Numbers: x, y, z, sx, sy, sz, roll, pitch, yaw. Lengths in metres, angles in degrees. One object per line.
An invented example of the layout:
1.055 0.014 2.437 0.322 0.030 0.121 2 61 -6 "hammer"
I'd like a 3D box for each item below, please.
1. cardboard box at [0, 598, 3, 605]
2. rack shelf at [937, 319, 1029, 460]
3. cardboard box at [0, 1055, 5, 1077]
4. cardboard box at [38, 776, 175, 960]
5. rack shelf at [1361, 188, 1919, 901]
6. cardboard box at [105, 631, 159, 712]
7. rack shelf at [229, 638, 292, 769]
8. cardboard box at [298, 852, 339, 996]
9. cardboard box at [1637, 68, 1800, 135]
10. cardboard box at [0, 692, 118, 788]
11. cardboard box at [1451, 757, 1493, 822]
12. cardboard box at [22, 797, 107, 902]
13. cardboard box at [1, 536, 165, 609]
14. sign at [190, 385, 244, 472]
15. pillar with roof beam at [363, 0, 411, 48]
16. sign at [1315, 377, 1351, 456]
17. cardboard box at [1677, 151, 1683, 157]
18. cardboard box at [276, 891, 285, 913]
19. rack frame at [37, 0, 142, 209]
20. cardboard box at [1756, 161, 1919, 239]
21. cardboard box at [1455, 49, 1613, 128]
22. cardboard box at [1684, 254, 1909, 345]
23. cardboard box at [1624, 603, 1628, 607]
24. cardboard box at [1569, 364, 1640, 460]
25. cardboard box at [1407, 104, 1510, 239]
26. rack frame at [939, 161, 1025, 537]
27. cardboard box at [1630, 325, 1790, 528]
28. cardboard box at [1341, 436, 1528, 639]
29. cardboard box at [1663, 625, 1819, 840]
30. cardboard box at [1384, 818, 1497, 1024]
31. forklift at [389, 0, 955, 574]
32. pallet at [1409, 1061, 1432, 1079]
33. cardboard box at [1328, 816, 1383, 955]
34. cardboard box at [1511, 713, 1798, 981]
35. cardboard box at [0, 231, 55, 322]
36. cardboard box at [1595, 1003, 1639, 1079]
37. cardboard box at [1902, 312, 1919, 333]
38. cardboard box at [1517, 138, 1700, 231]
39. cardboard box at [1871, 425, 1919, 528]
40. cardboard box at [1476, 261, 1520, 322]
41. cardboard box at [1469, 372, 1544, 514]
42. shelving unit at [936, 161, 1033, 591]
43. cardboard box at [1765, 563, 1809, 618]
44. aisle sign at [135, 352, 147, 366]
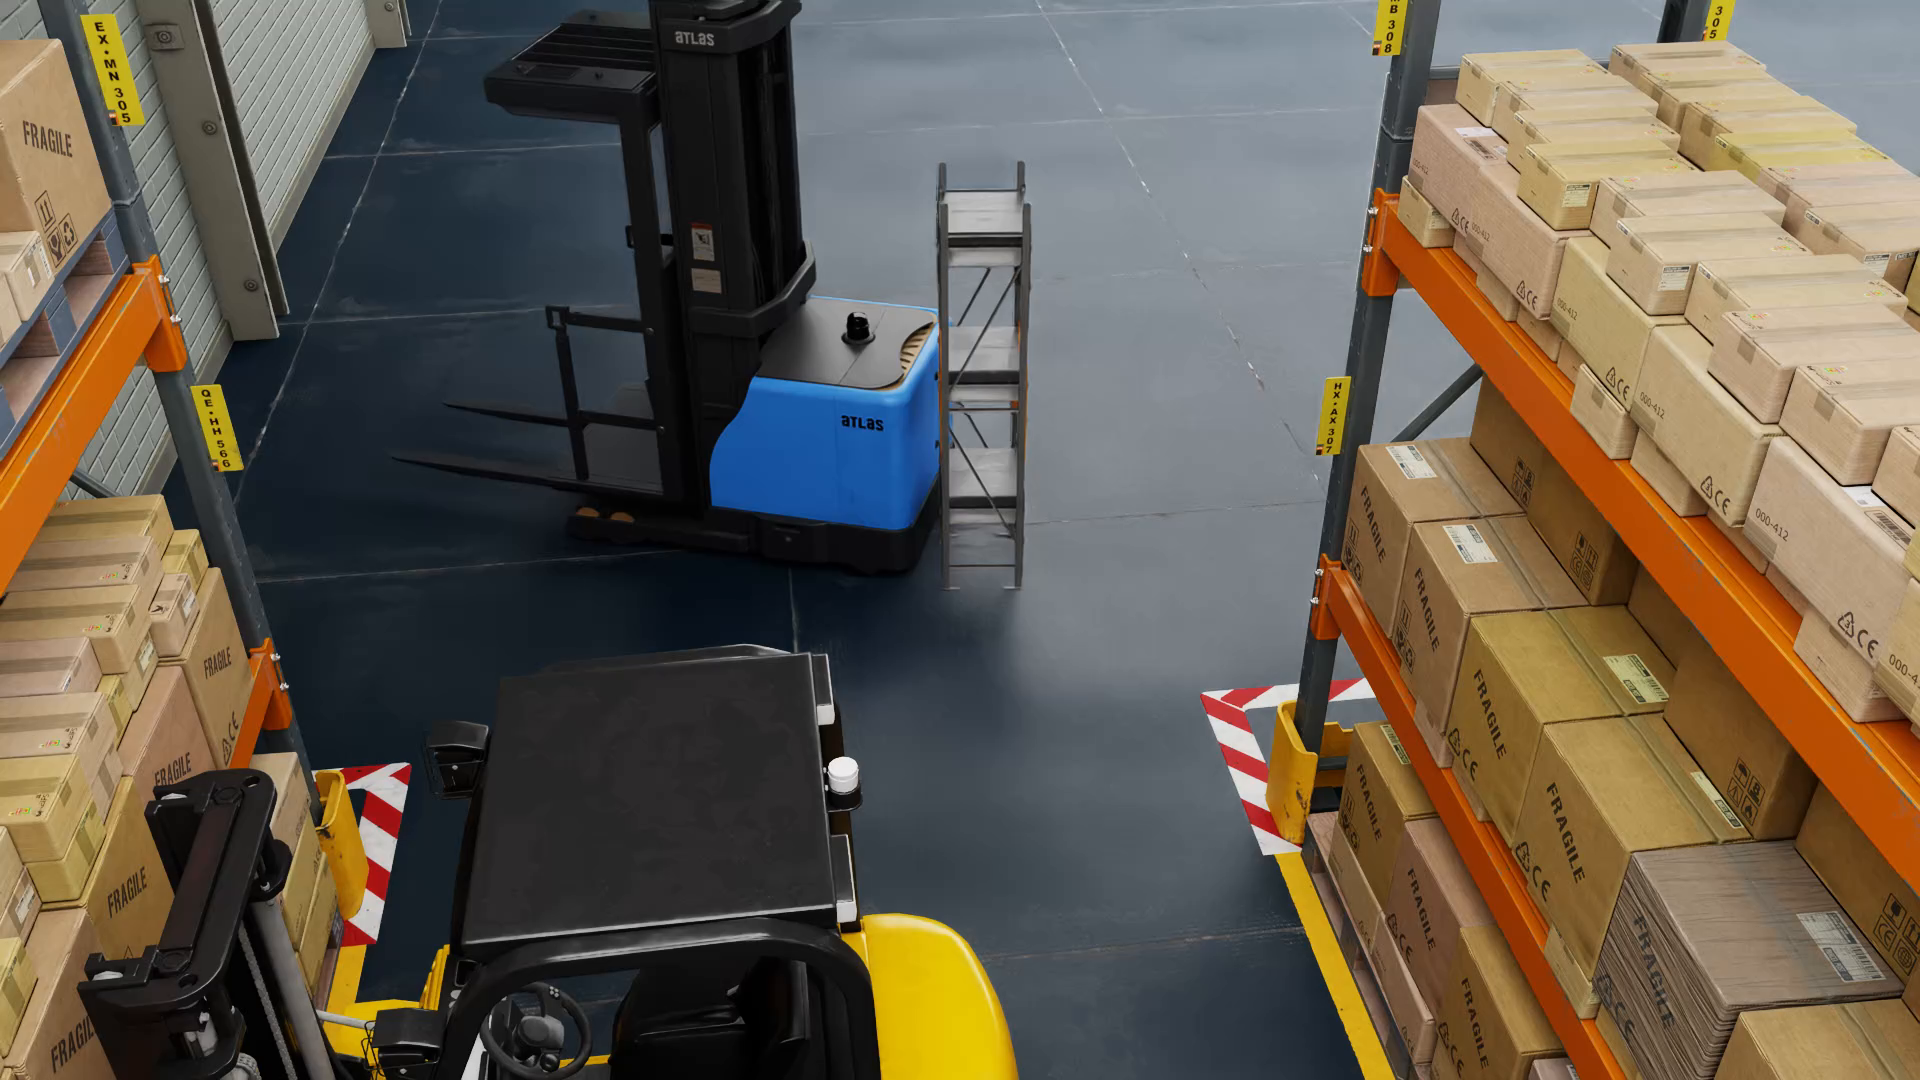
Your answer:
-3.121 0.274 5.149 0.380 0.149 0.250 -4 35 -6 "cardboard box"
0.107 -0.739 8.123 0.431 0.518 0.480 -1 34 -1 "rack shelf"
-2.394 1.250 3.717 0.380 0.149 0.250 -5 35 -8 "cardboard box"
-2.550 1.031 4.614 0.500 0.500 0.500 -5 35 -7 "cardboard box"
2.181 0.037 4.136 1.077 0.370 4.000 -4 35 -6 "rack shelf"
-2.644 0.394 4.972 0.380 0.149 0.250 -4 34 -5 "cardboard box"
-2.737 1.654 4.426 1.077 0.370 4.000 -4 35 -6 "rack shelf"
-2.630 1.442 6.168 0.500 0.250 0.500 -4 34 -6 "cardboard box"
2.246 -1.289 4.958 0.380 0.149 0.250 -4 34 -6 "cardboard box"
-2.518 0.553 4.474 0.380 0.149 0.250 -4 34 -5 "cardboard box"
1.812 0.753 5.333 0.380 0.149 0.250 -3 34 -5 "cardboard box"
-2.485 0.818 4.350 0.380 0.149 0.250 -4 34 -6 "cardboard box"
-2.685 0.128 5.098 0.380 0.149 0.250 -4 35 -6 "cardboard box"
-2.467 -0.369 5.517 0.100 0.325 0.005 -4 35 -6 "sign"
-1.154 -8.804 13.806 9.100 9.000 0.400 -4 35 -6 "pillar with roof beam"
1.374 -0.454 6.112 0.100 0.325 0.005 -4 35 -6 "sign"
2.248 -1.172 5.141 0.500 0.250 0.500 -5 35 -7 "cardboard box"
-2.561 1.308 5.476 0.500 0.250 0.500 -4 34 -6 "cardboard box"
-3.006 -2.238 4.172 1.000 3.000 0.127 -4 35 -6 "rack frame"
2.308 -0.865 4.336 0.380 0.149 0.250 -4 35 -6 "cardboard box"
1.758 -1.388 5.104 0.380 0.149 0.250 -5 35 -7 "cardboard box"
1.931 -0.537 3.854 0.380 0.149 0.250 -4 34 -5 "cardboard box"
2.321 0.261 5.480 0.500 0.500 0.500 -4 35 -6 "cardboard box"
1.812 -0.342 4.277 0.380 0.149 0.250 -4 34 -6 "cardboard box"
1.715 -1.137 5.088 0.500 0.250 0.500 -5 35 -7 "cardboard box"
0.102 -0.888 8.317 0.400 2.100 0.015 -1 34 -1 "rack frame"
1.917 -0.281 3.833 0.500 0.250 0.500 -4 34 -5 "cardboard box"
1.701 -0.016 5.885 0.500 0.500 0.500 -5 35 -7 "cardboard box"
2.358 0.403 4.383 0.700 0.500 0.500 -5 35 -7 "cardboard box"
1.825 1.292 5.723 0.500 0.500 0.500 -6 35 -8 "cardboard box"
-1.600 -1.470 8.433 3.031 2.935 1.130 8 35 11 "forklift"
2.157 2.193 5.473 1.003 0.211 1.213 -4 35 -6 "pallet"
1.746 1.297 6.381 0.500 0.250 0.500 -5 35 -7 "cardboard box"
1.920 0.840 4.629 0.500 0.500 0.500 -5 35 -7 "cardboard box"
-2.594 -0.670 4.296 0.380 0.149 0.250 -5 35 -8 "cardboard box"
1.960 1.331 4.485 0.380 0.149 0.250 -5 35 -7 "cardboard box"
2.459 -0.321 3.891 0.500 0.250 0.500 -4 34 -6 "cardboard box"
1.740 -0.959 4.474 0.380 0.149 0.250 -4 35 -7 "cardboard box"
2.035 -0.111 3.229 0.380 0.149 0.250 -5 35 -7 "cardboard box"
1.760 -0.773 4.909 0.380 0.149 0.250 -3 34 -5 "cardboard box"
2.197 -0.446 5.629 0.700 0.500 0.500 -5 35 -8 "cardboard box"
0.107 -0.751 8.115 0.431 2.100 0.503 -1 34 -1 "shelving unit"
2.030 0.080 3.657 0.380 0.149 0.250 -4 34 -5 "cardboard box"
-2.724 -0.892 5.216 0.394 0.787 0.004 -4 35 -6 "aisle sign"
